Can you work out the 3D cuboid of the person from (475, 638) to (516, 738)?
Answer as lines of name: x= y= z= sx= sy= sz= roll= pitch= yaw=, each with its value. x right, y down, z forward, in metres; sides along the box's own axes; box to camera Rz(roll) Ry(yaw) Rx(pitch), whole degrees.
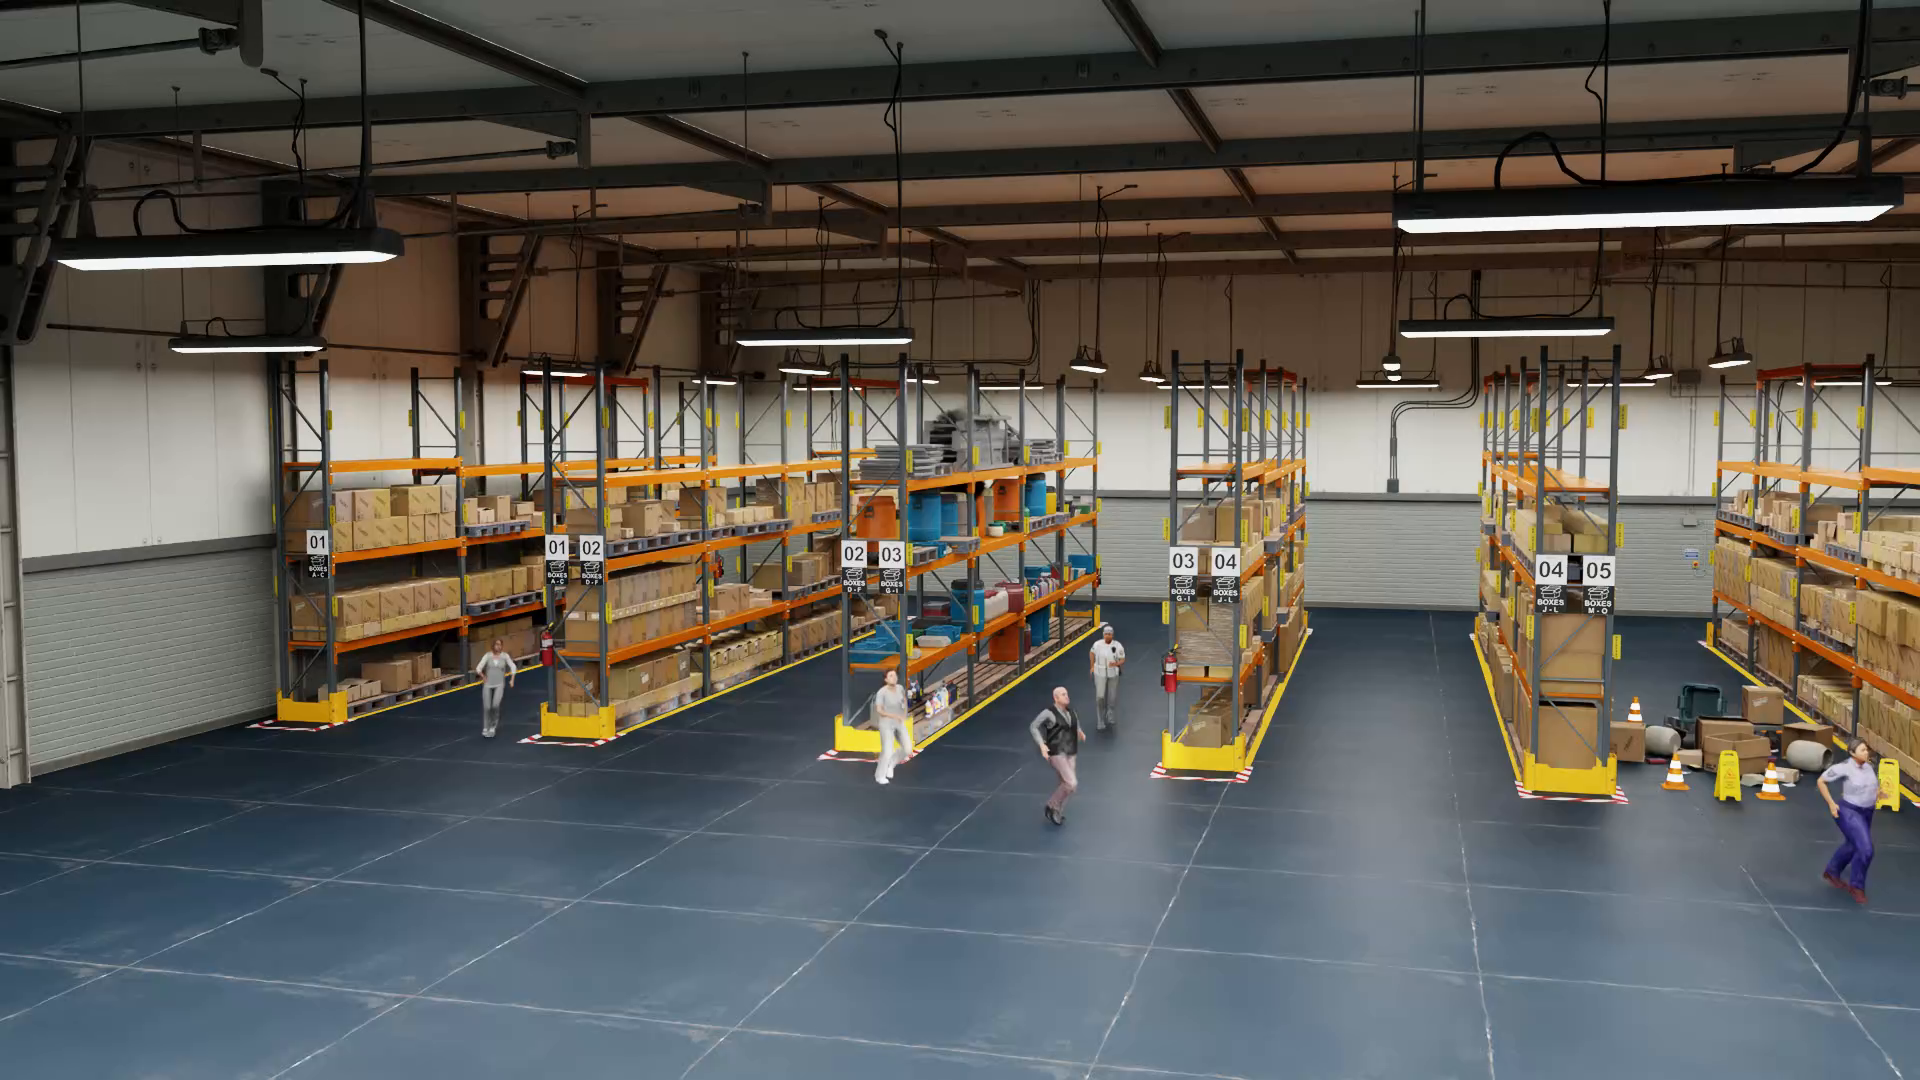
person: x=-7.329 y=2.329 z=26.262 sx=0.614 sy=1.569 sz=0.564 roll=-1 pitch=4 yaw=-11

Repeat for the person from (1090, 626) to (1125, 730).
person: x=2.393 y=2.241 z=27.009 sx=0.570 sy=1.705 sz=0.796 roll=0 pitch=4 yaw=5

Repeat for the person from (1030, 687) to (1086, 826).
person: x=1.277 y=2.669 z=20.526 sx=0.639 sy=1.700 sz=0.665 roll=-4 pitch=6 yaw=-45

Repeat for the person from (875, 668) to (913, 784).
person: x=-0.901 y=2.549 z=22.730 sx=0.591 sy=1.622 sz=0.711 roll=-3 pitch=5 yaw=-34

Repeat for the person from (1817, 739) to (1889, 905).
person: x=9.372 y=2.942 z=17.439 sx=0.580 sy=1.696 sz=0.737 roll=-2 pitch=5 yaw=-28
